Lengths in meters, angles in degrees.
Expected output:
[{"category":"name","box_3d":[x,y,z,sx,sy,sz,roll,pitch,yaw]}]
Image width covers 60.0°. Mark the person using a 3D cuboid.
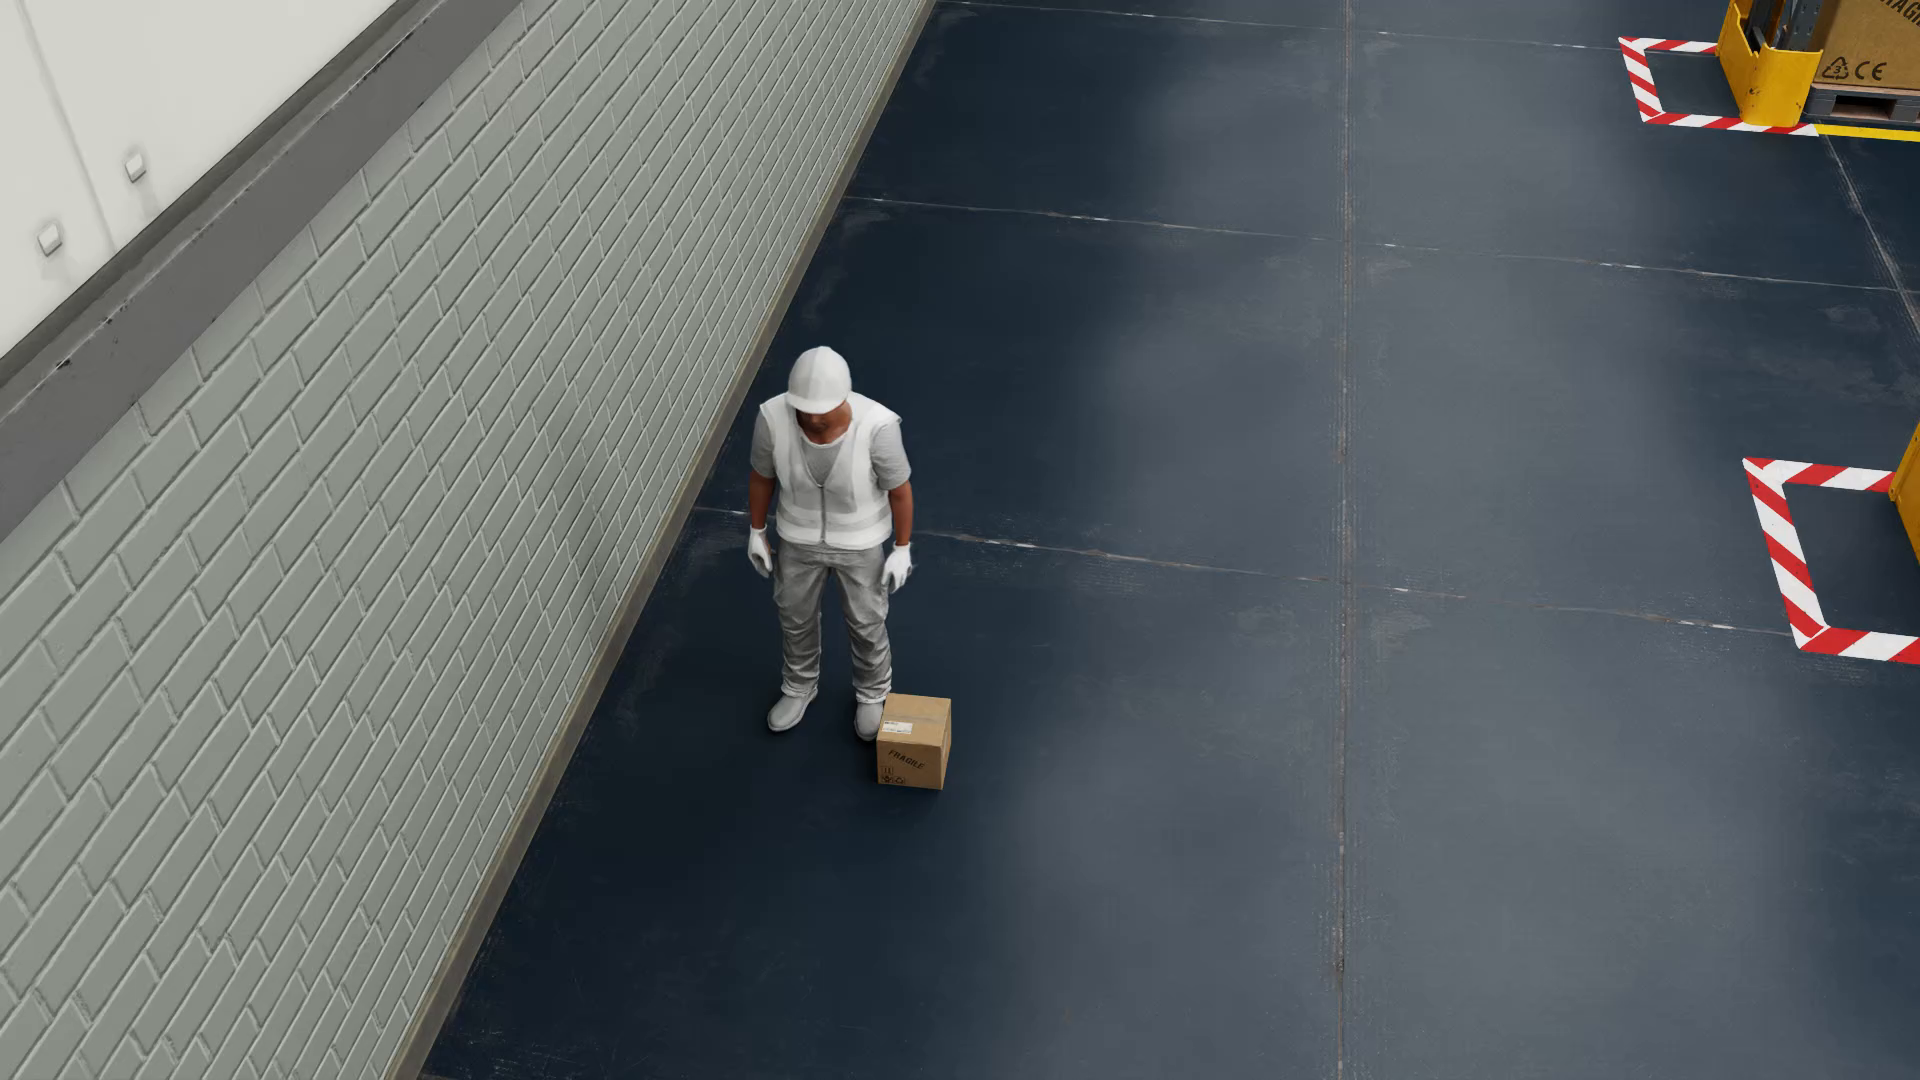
[{"category":"person","box_3d":[-0.479,0.013,6.133,0.616,1.774,0.449,6,41,8]}]
